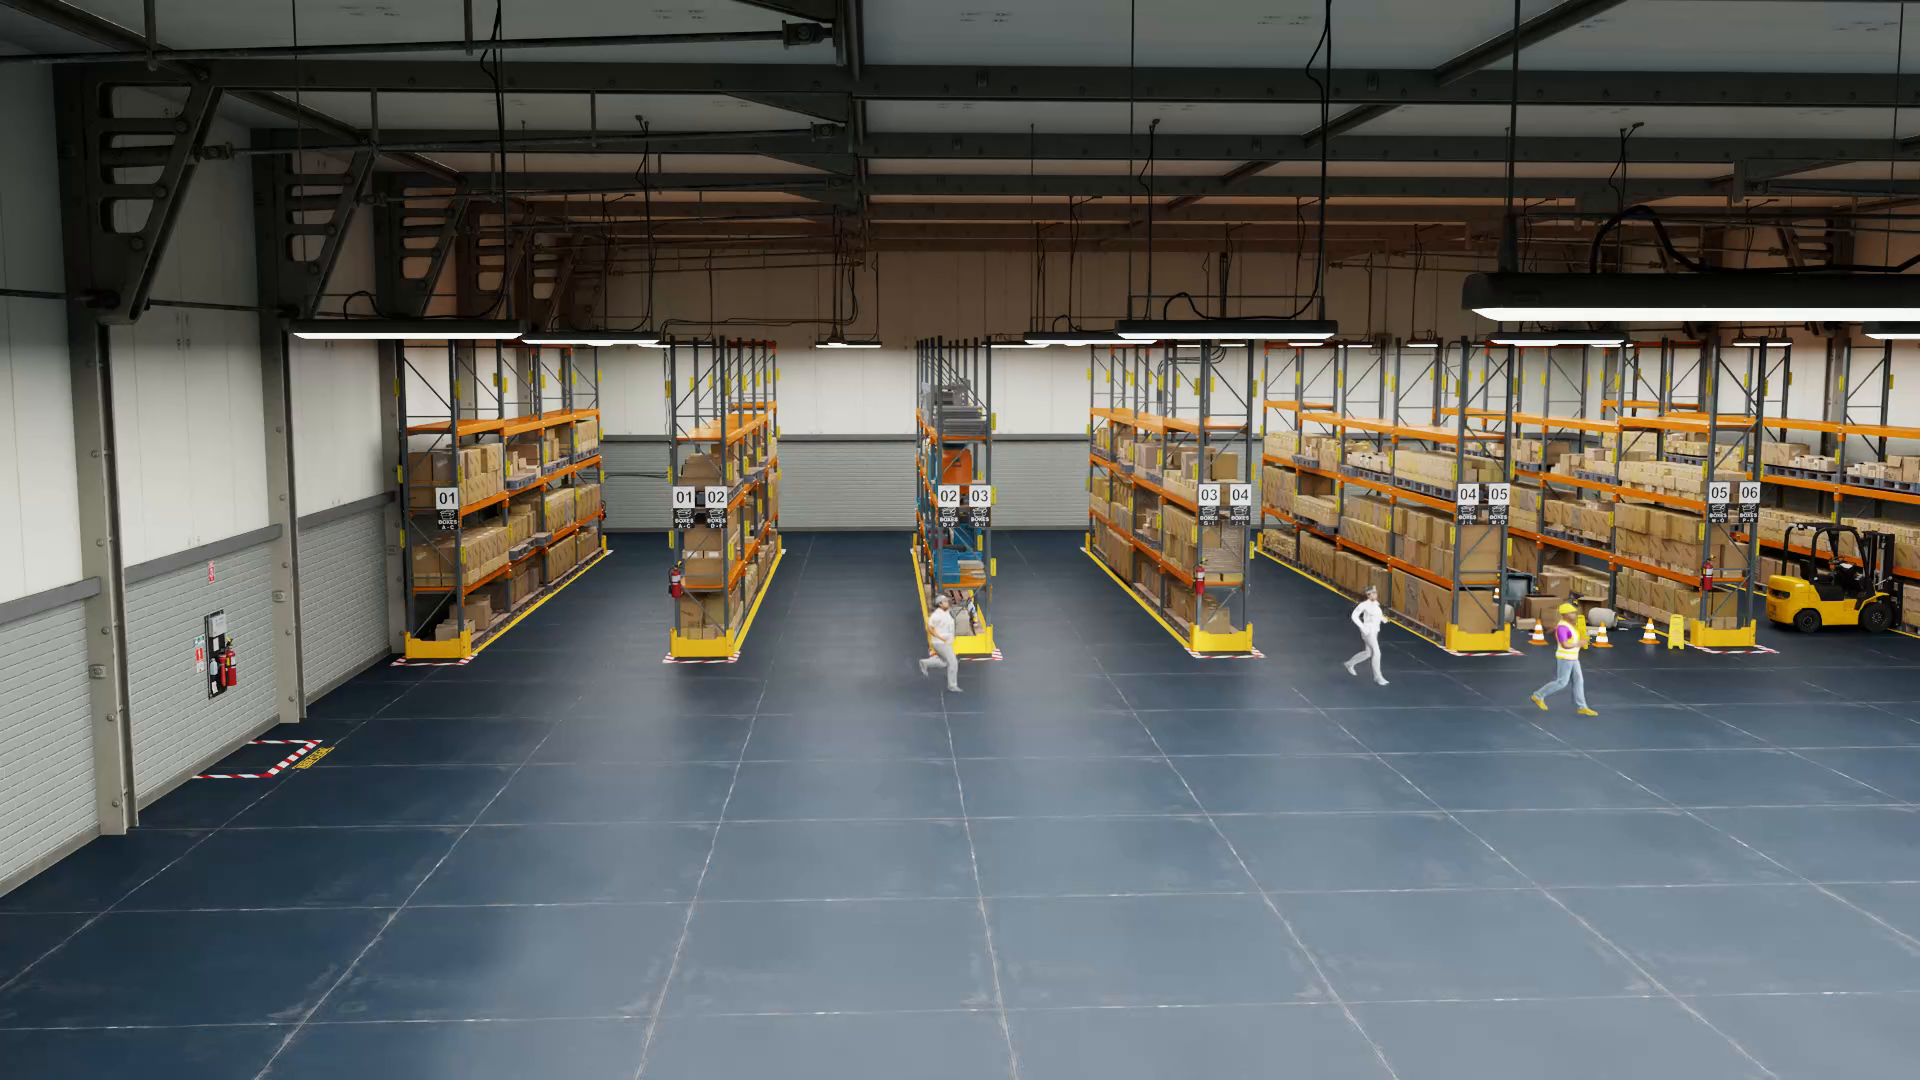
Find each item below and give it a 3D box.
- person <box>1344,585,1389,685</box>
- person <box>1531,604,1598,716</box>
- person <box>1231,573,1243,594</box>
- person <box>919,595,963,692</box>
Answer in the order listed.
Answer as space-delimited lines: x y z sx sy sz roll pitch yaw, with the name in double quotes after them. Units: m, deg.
7.079 1.617 28.825 0.863 1.712 0.602 6 9 41 "person"
9.523 1.862 26.097 0.987 1.747 0.703 4 8 31 "person"
6.513 0.394 39.444 0.687 1.736 0.659 0 6 0 "person"
-0.332 1.747 28.168 0.835 1.645 0.603 2 7 17 "person"
